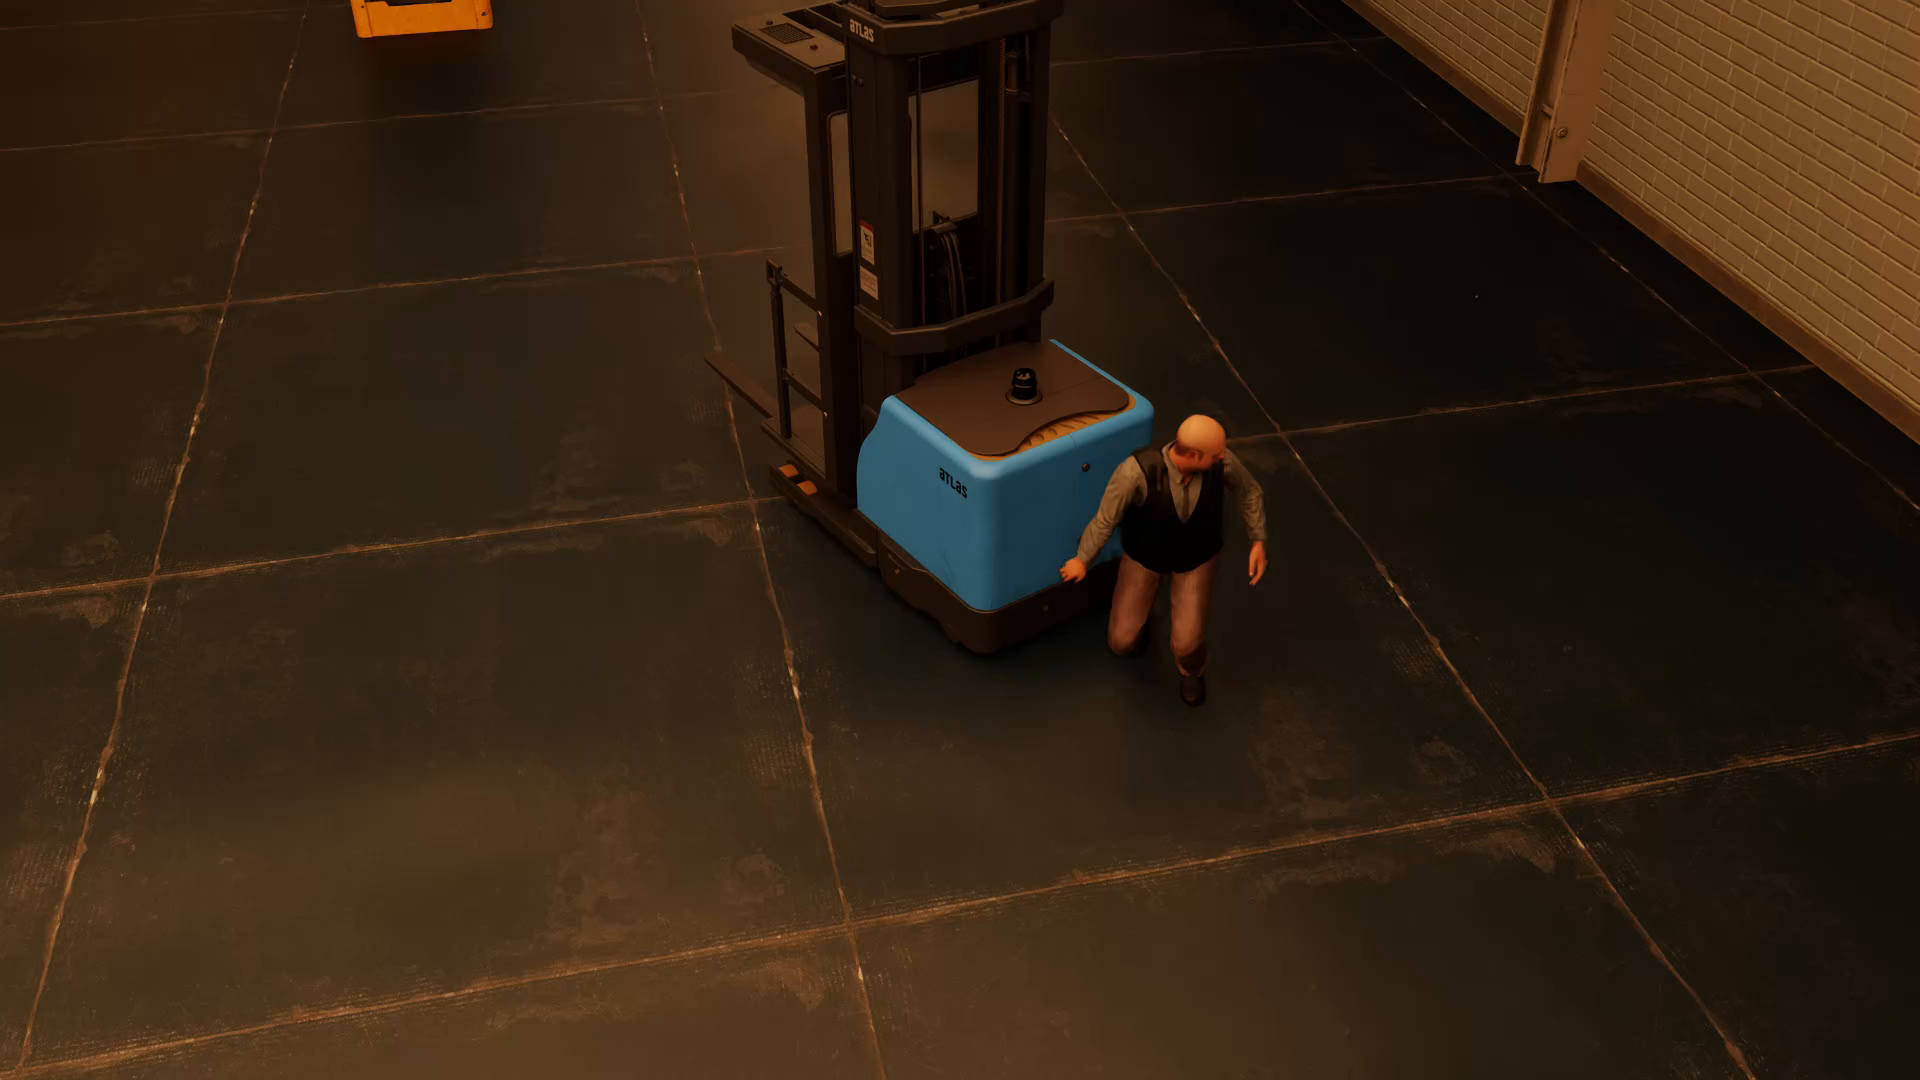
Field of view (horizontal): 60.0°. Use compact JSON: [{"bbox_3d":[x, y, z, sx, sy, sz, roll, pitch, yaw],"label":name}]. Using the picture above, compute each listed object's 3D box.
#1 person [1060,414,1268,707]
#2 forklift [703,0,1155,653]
[{"bbox_3d":[0.882,0.034,7.236,0.883,1.540,0.584,2,36,2],"label":"person"},{"bbox_3d":[-0.350,-1.480,8.107,1.130,2.935,3.031,-22,41,-28],"label":"forklift"}]
